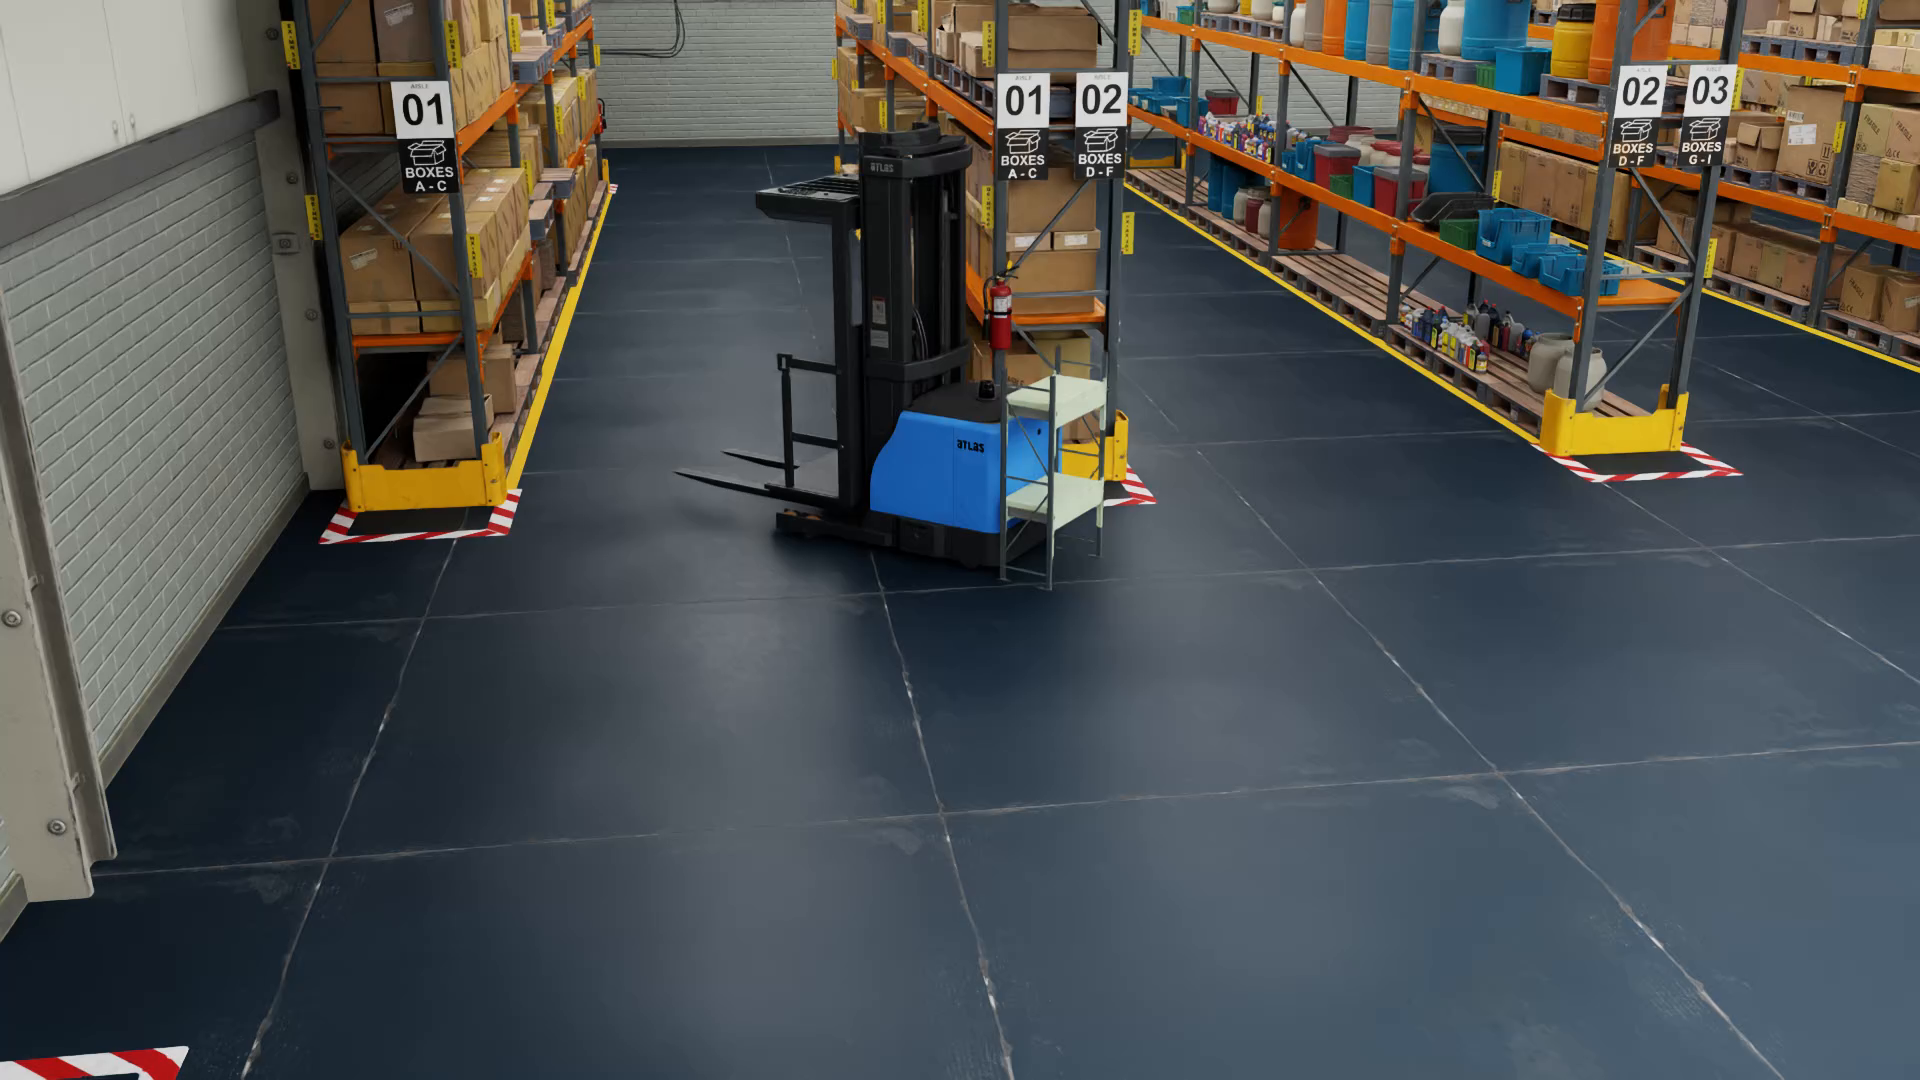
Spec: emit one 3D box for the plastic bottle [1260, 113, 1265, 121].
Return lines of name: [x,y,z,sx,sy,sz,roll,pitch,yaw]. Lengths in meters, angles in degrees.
plastic bottle: [4.386,-6.007,24.084,0.144,0.351,0.185,-3,21,-8]

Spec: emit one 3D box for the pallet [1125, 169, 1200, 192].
pallet: [3.434,-6.123,28.309,1.003,0.211,1.213,-3,21,-8]

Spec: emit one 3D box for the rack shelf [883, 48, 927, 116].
rack shelf: [-0.107,-5.075,18.257,1.077,0.370,4.000,-3,21,-8]

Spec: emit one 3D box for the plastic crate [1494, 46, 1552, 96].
plastic crate: [5.087,-4.220,14.964,0.392,0.384,0.575,-3,21,-8]

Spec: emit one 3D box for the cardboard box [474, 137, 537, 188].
cardboard box: [-5.018,-4.108,18.156,0.700,0.500,0.500,-3,21,-8]

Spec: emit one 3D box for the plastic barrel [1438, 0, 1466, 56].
plastic barrel: [4.951,-5.058,16.423,0.421,0.512,0.421,0,20,0]

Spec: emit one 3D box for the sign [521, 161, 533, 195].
sign: [-4.185,-3.498,16.058,0.100,0.325,0.005,-3,21,-8]

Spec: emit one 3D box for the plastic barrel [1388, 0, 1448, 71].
plastic barrel: [4.795,-5.368,17.297,0.600,0.901,0.708,-3,21,-8]

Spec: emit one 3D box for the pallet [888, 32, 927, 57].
pallet: [-0.209,-5.785,19.401,1.213,0.211,1.003,-2,21,-5]

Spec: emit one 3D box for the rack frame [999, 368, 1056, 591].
rack frame: [0.447,-0.394,11.127,0.400,1.500,0.023,12,24,30]

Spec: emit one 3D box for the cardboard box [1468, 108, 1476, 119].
cardboard box: [8.352,-6.820,26.549,0.380,0.149,0.250,-3,21,-7]

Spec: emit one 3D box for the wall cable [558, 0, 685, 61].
wall cable: [-6.912,-10.550,32.038,3.097,2.526,0.112,-3,21,-8]

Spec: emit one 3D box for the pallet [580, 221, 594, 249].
pallet: [-5.688,-4.263,23.328,1.003,0.211,1.213,-3,21,-8]

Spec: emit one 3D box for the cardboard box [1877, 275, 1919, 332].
cardboard box: [10.093,-2.500,17.594,0.500,0.500,0.500,4,21,9]

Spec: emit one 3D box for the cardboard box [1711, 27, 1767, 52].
cardboard box: [9.381,-6.001,19.924,0.500,0.250,0.500,-2,21,-7]

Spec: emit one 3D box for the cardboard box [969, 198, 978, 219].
cardboard box: [0.288,-2.939,14.729,0.380,0.149,0.250,-3,21,-8]

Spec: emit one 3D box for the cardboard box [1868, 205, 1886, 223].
cardboard box: [9.804,-3.433,17.478,0.380,0.149,0.250,-3,21,-8]

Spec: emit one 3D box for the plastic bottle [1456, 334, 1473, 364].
plastic bottle: [4.932,-1.858,16.168,0.152,0.276,0.135,-3,21,-9]

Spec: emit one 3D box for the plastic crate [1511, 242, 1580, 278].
plastic crate: [5.204,-2.491,14.811,0.499,0.251,0.408,-3,21,-8]

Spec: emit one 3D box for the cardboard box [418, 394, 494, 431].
cardboard box: [-4.237,-1.066,13.997,0.500,0.311,0.500,-1,21,-3]

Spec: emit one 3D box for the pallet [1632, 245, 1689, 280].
pallet: [9.519,-3.620,21.607,1.003,0.211,1.213,-3,21,-8]

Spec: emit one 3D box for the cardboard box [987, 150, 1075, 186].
cardboard box: [0.614,-2.946,13.819,0.700,0.500,0.500,-3,21,-9]

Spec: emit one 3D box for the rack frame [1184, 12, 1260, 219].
rack frame: [3.930,-6.332,24.883,1.000,3.000,0.127,-3,21,-8]

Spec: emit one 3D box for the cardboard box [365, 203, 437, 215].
cardboard box: [-4.564,-2.474,13.668,0.500,0.500,0.500,-3,21,-9]

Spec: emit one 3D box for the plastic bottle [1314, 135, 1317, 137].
plastic bottle: [4.723,-5.268,22.200,0.061,0.283,0.133,-3,21,-8]

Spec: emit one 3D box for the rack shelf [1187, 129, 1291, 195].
rack shelf: [4.218,-5.303,23.155,1.077,0.370,4.000,-3,21,-8]

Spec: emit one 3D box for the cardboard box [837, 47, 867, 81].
cardboard box: [-1.746,-7.817,27.286,0.500,0.500,0.500,-2,21,-6]

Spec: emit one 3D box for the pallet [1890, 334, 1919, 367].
pallet: [10.295,-1.852,16.873,1.003,0.211,1.213,-3,21,-8]

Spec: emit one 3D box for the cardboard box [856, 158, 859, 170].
cardboard box: [-1.248,-5.771,26.318,0.797,0.503,0.637,-3,21,-8]

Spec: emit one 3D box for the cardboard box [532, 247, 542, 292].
cardboard box: [-5.182,-3.052,19.044,0.700,0.500,0.500,-3,21,-8]

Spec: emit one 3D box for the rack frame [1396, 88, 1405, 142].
rack frame: [8.255,-7.967,29.260,1.000,3.000,0.127,-3,21,-8]

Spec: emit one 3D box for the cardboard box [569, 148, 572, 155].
cardboard box: [-5.426,-5.267,22.361,0.380,0.149,0.250,-3,21,-8]

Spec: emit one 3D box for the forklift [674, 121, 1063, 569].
forklift: [-0.773,-1.533,12.130,3.031,2.935,1.130,12,23,28]

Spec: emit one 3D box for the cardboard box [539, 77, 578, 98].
cardboard box: [-5.553,-6.231,22.943,0.500,0.250,0.500,-2,21,-6]

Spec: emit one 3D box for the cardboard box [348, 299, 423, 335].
cardboard box: [-4.403,-1.769,12.851,0.500,0.250,0.500,-3,21,-7]

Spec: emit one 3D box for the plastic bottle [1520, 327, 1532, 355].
plastic bottle: [5.614,-1.972,16.481,0.097,0.271,0.097,0,20,0]

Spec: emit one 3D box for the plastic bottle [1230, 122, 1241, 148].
plastic bottle: [3.834,-5.606,23.009,0.144,0.351,0.185,-3,21,-8]

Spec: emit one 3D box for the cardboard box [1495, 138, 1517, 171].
cardboard box: [8.815,-6.016,26.473,0.875,0.875,0.875,-3,21,-8]

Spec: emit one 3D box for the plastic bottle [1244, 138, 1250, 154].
plastic bottle: [3.896,-5.329,22.482,0.097,0.201,0.097,0,20,0]

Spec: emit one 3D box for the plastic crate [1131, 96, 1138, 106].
plastic crate: [3.027,-7.404,28.045,0.250,0.136,0.298,-3,21,-8]

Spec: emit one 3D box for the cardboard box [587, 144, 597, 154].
cardboard box: [-6.052,-6.275,26.774,0.380,0.149,0.250,-3,21,-8]

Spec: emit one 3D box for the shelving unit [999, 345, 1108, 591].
shelving unit: [0.642,-0.502,11.417,0.431,1.500,0.755,12,24,30]

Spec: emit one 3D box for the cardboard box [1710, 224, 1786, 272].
cardboard box: [9.705,-3.614,20.549,0.700,0.500,0.500,-1,21,-3]

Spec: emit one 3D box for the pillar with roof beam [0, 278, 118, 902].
pillar with roof beam: [0.024,-2.827,6.923,9.100,9.000,0.400,-3,21,-8]

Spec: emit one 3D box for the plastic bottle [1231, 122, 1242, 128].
plastic bottle: [3.904,-5.782,23.586,0.152,0.276,0.135,-3,21,-8]

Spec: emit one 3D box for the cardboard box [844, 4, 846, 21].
cardboard box: [-1.515,-8.093,25.525,0.500,0.250,0.500,-3,21,-8]

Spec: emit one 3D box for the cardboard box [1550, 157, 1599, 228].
cardboard box: [9.208,-4.948,23.612,1.225,0.875,0.875,-3,21,-8]

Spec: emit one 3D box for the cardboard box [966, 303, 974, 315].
cardboard box: [0.156,-1.878,15.216,0.500,0.500,0.500,-3,21,-8]

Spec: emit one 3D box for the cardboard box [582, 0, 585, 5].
cardboard box: [-5.926,-8.196,25.057,0.500,0.250,0.500,-4,21,-9]

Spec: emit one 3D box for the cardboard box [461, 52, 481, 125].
cardboard box: [-3.987,-3.455,12.722,0.500,0.500,0.500,-2,21,-4]

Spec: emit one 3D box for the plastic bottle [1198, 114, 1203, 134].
plastic bottle: [3.561,-6.129,24.506,0.061,0.283,0.133,-3,21,-8]

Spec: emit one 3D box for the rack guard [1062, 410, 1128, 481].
rack guard: [0.761,-0.750,13.509,1.175,0.500,0.348,-3,21,-8]

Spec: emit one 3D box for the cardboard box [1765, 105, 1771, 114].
cardboard box: [13.387,-7.039,27.133,0.380,0.149,0.250,-3,21,-9]
